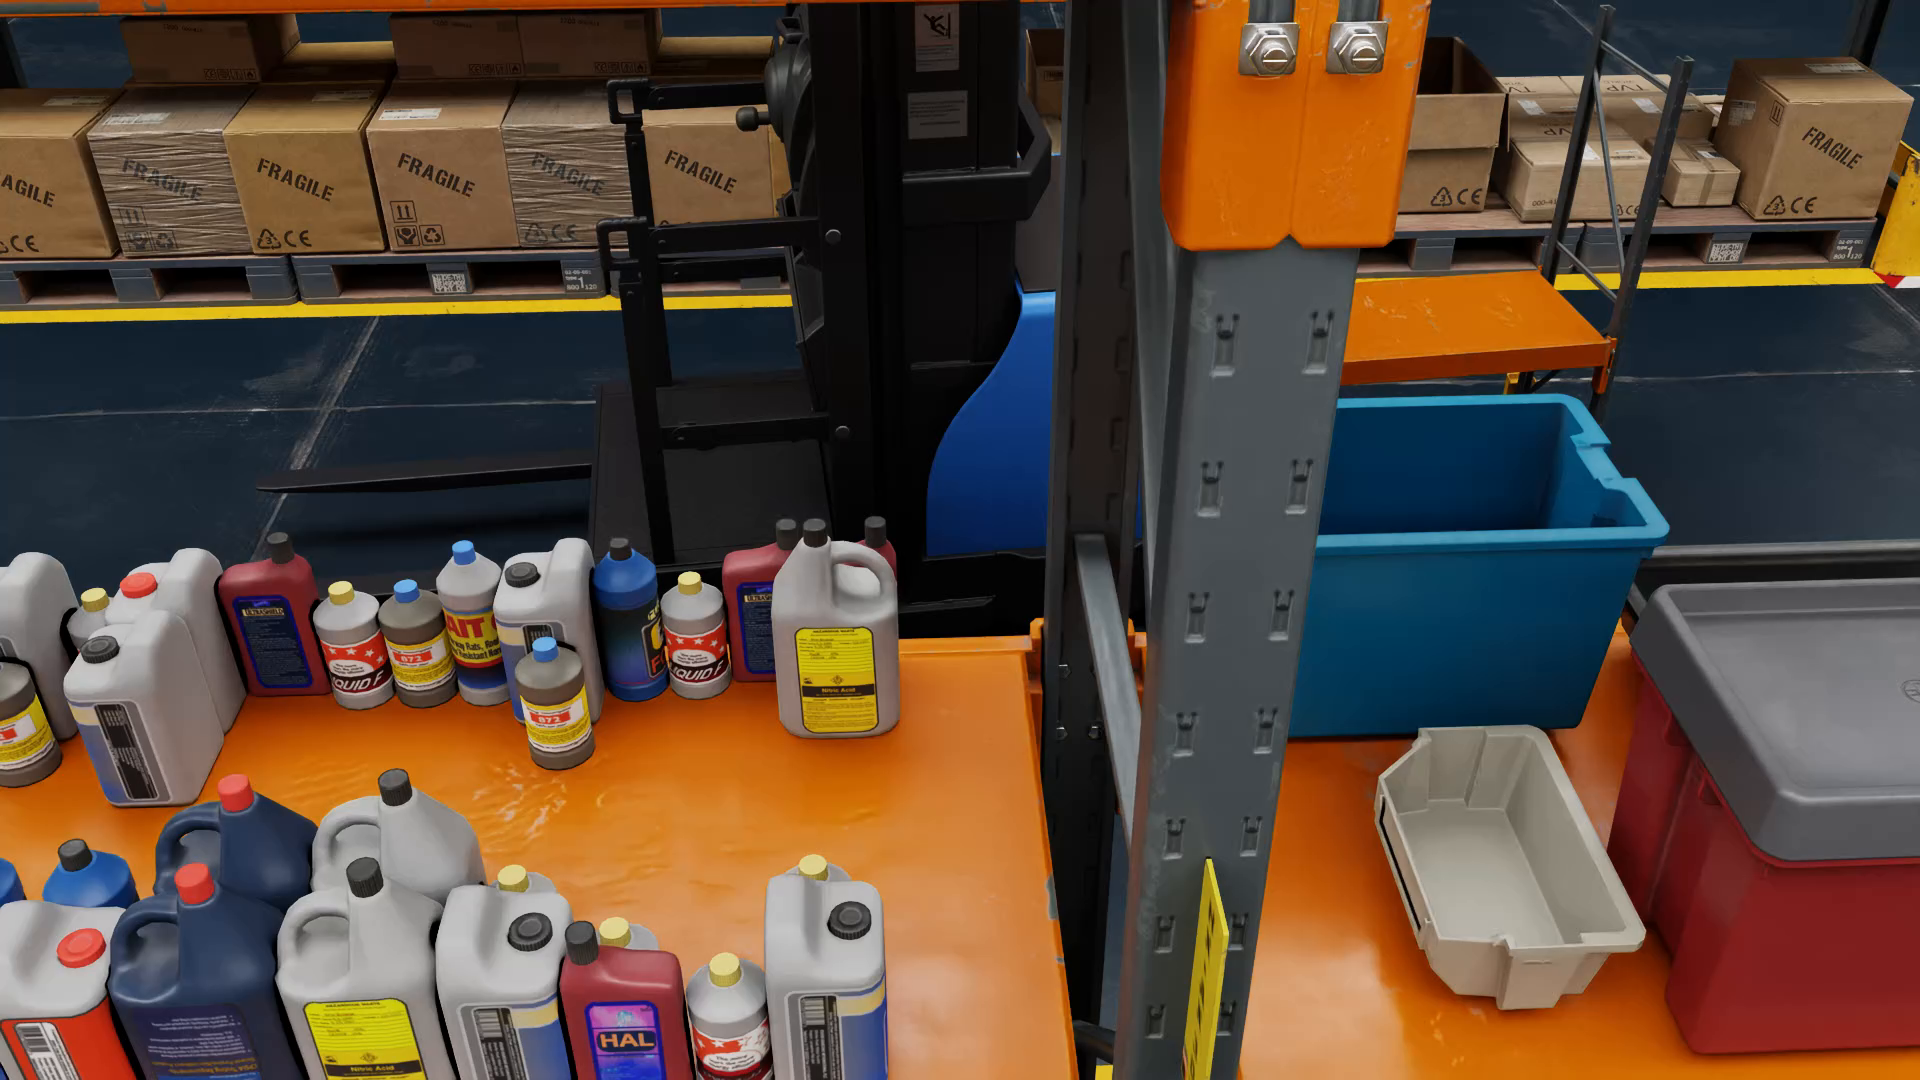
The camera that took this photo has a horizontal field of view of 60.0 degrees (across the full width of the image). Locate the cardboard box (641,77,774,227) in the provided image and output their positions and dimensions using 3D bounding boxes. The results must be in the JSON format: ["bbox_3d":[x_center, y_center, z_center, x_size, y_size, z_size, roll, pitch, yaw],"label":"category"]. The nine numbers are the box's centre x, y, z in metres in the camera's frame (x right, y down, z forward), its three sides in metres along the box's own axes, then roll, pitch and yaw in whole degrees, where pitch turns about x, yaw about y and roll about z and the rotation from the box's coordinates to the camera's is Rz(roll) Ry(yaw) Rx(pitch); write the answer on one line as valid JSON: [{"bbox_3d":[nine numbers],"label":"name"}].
[{"bbox_3d":[-0.982,-1.509,6.605,0.500,0.500,0.500,-1,35,-2],"label":"cardboard box"}]

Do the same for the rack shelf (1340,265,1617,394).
[{"bbox_3d":[1.426,-0.625,5.151,1.000,0.185,0.538,-5,35,-7],"label":"rack shelf"}]

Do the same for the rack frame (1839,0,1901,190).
[{"bbox_3d":[3.987,-2.649,6.442,0.127,3.000,1.000,-2,35,-2],"label":"rack frame"}]

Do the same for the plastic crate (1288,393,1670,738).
[{"bbox_3d":[0.673,0.050,2.503,0.575,0.384,0.392,-2,35,-2],"label":"plastic crate"}]

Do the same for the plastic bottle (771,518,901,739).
[{"bbox_3d":[-0.185,0.121,2.482,0.185,0.351,0.144,-2,35,-2],"label":"plastic bottle"}]

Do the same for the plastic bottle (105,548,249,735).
[{"bbox_3d":[-1.183,0.146,2.511,0.135,0.276,0.152,-2,35,-2],"label":"plastic bottle"}]

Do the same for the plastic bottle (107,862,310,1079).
[{"bbox_3d":[-0.865,0.511,1.920,0.185,0.351,0.144,-2,35,-2],"label":"plastic bottle"}]

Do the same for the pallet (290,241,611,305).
[{"bbox_3d":[-2.041,-1.316,6.967,1.213,0.211,1.003,-2,35,-2],"label":"pallet"}]

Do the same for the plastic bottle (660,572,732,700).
[{"bbox_3d":[-0.412,0.141,2.585,0.097,0.201,0.097,0,35,0],"label":"plastic bottle"}]

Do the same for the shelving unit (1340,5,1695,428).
[{"bbox_3d":[1.435,-0.773,5.049,1.083,1.500,0.587,-5,35,-7],"label":"shelving unit"}]

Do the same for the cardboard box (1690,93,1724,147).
[{"bbox_3d":[3.303,-1.842,7.379,0.250,0.166,0.380,-2,35,-2],"label":"cardboard box"}]

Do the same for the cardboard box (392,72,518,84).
[{"bbox_3d":[-2.040,-1.776,6.991,0.500,0.500,0.500,-3,35,-4],"label":"cardboard box"}]

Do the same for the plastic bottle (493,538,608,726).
[{"bbox_3d":[-0.623,0.131,2.533,0.135,0.276,0.152,-2,35,-2],"label":"plastic bottle"}]

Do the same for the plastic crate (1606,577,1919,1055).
[{"bbox_3d":[1.126,0.342,2.011,0.583,0.464,0.402,-2,35,-2],"label":"plastic crate"}]

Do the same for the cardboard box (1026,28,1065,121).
[{"bbox_3d":[0.547,-1.871,7.127,0.500,0.500,0.500,-2,35,-2],"label":"cardboard box"}]

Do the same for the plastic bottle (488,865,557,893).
[{"bbox_3d":[-0.545,0.490,2.080,0.097,0.201,0.097,0,35,0],"label":"plastic bottle"}]

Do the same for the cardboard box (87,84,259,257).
[{"bbox_3d":[-3.013,-1.454,6.524,0.500,0.500,0.500,-3,35,-4],"label":"cardboard box"}]

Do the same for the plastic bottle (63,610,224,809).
[{"bbox_3d":[-1.176,0.233,2.387,0.135,0.276,0.152,-2,35,-2],"label":"plastic bottle"}]

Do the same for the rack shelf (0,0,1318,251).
[{"bbox_3d":[-1.775,-0.609,1.491,4.000,0.370,1.077,-2,35,-2],"label":"rack shelf"}]

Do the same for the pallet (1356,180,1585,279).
[{"bbox_3d":[1.899,-1.447,7.155,1.213,0.211,1.003,-2,35,-2],"label":"pallet"}]

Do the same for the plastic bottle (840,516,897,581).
[{"bbox_3d":[-0.164,0.090,2.587,0.133,0.283,0.061,-2,35,-2],"label":"plastic bottle"}]

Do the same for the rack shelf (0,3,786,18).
[{"bbox_3d":[-2.006,-2.191,6.413,4.000,0.370,1.077,-2,35,-2],"label":"rack shelf"}]

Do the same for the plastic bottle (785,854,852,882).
[{"bbox_3d":[-0.180,0.480,2.095,0.097,0.201,0.097,0,35,0],"label":"plastic bottle"}]

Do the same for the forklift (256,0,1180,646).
[{"bbox_3d":[-0.617,-1.152,4.340,3.031,2.935,1.130,-5,35,-7],"label":"forklift"}]

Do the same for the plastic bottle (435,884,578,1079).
[{"bbox_3d":[-0.521,0.530,1.958,0.135,0.276,0.152,-2,35,-2],"label":"plastic bottle"}]

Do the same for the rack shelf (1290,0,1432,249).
[{"bbox_3d":[2.220,-0.717,1.646,4.000,0.370,1.077,-2,35,-2],"label":"rack shelf"}]

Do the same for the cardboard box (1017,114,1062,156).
[{"bbox_3d":[0.421,-1.505,6.765,0.500,0.311,0.500,-2,35,-2],"label":"cardboard box"}]

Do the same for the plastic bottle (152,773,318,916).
[{"bbox_3d":[-0.872,0.429,2.038,0.185,0.351,0.144,-2,35,-2],"label":"plastic bottle"}]

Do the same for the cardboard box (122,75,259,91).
[{"bbox_3d":[-3.081,-1.745,6.946,0.500,0.500,0.500,0,35,0],"label":"cardboard box"}]

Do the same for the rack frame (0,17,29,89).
[{"bbox_3d":[-4.004,-2.433,6.130,0.127,3.000,1.000,-2,35,-2],"label":"rack frame"}]

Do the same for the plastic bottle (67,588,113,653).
[{"bbox_3d":[-1.300,0.165,2.551,0.097,0.201,0.097,0,35,0],"label":"plastic bottle"}]

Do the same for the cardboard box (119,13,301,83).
[{"bbox_3d":[-3.025,-2.057,6.738,0.500,0.250,0.500,0,35,0],"label":"cardboard box"}]

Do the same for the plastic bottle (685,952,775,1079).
[{"bbox_3d":[-0.270,0.569,1.966,0.097,0.201,0.097,0,35,0],"label":"plastic bottle"}]

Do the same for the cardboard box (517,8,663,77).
[{"bbox_3d":[-1.502,-2.101,6.801,0.500,0.250,0.500,-1,35,-2],"label":"cardboard box"}]

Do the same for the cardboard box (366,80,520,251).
[{"bbox_3d":[-1.991,-1.481,6.564,0.500,0.500,0.500,-3,35,-4],"label":"cardboard box"}]

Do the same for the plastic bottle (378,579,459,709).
[{"bbox_3d":[-0.838,0.152,2.569,0.097,0.201,0.097,0,35,0],"label":"plastic bottle"}]

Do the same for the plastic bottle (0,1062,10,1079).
[{"bbox_3d":[-1.159,0.547,1.933,0.135,0.276,0.152,-2,35,-2],"label":"plastic bottle"}]

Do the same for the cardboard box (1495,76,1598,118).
[{"bbox_3d":[2.432,-1.819,7.272,0.500,0.250,0.500,-2,35,-2],"label":"cardboard box"}]

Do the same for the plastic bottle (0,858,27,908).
[{"bbox_3d":[-1.183,0.479,2.036,0.097,0.271,0.097,0,35,0],"label":"plastic bottle"}]

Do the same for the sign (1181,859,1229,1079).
[{"bbox_3d":[0.247,0.474,1.687,0.005,0.325,0.100,-2,35,-2],"label":"sign"}]

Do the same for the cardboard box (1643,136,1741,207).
[{"bbox_3d":[3.047,-1.550,6.957,0.250,0.166,0.380,-2,35,-2],"label":"cardboard box"}]

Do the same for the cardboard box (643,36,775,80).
[{"bbox_3d":[-1.035,-1.799,7.024,0.500,0.500,0.500,-1,35,-2],"label":"cardboard box"}]
